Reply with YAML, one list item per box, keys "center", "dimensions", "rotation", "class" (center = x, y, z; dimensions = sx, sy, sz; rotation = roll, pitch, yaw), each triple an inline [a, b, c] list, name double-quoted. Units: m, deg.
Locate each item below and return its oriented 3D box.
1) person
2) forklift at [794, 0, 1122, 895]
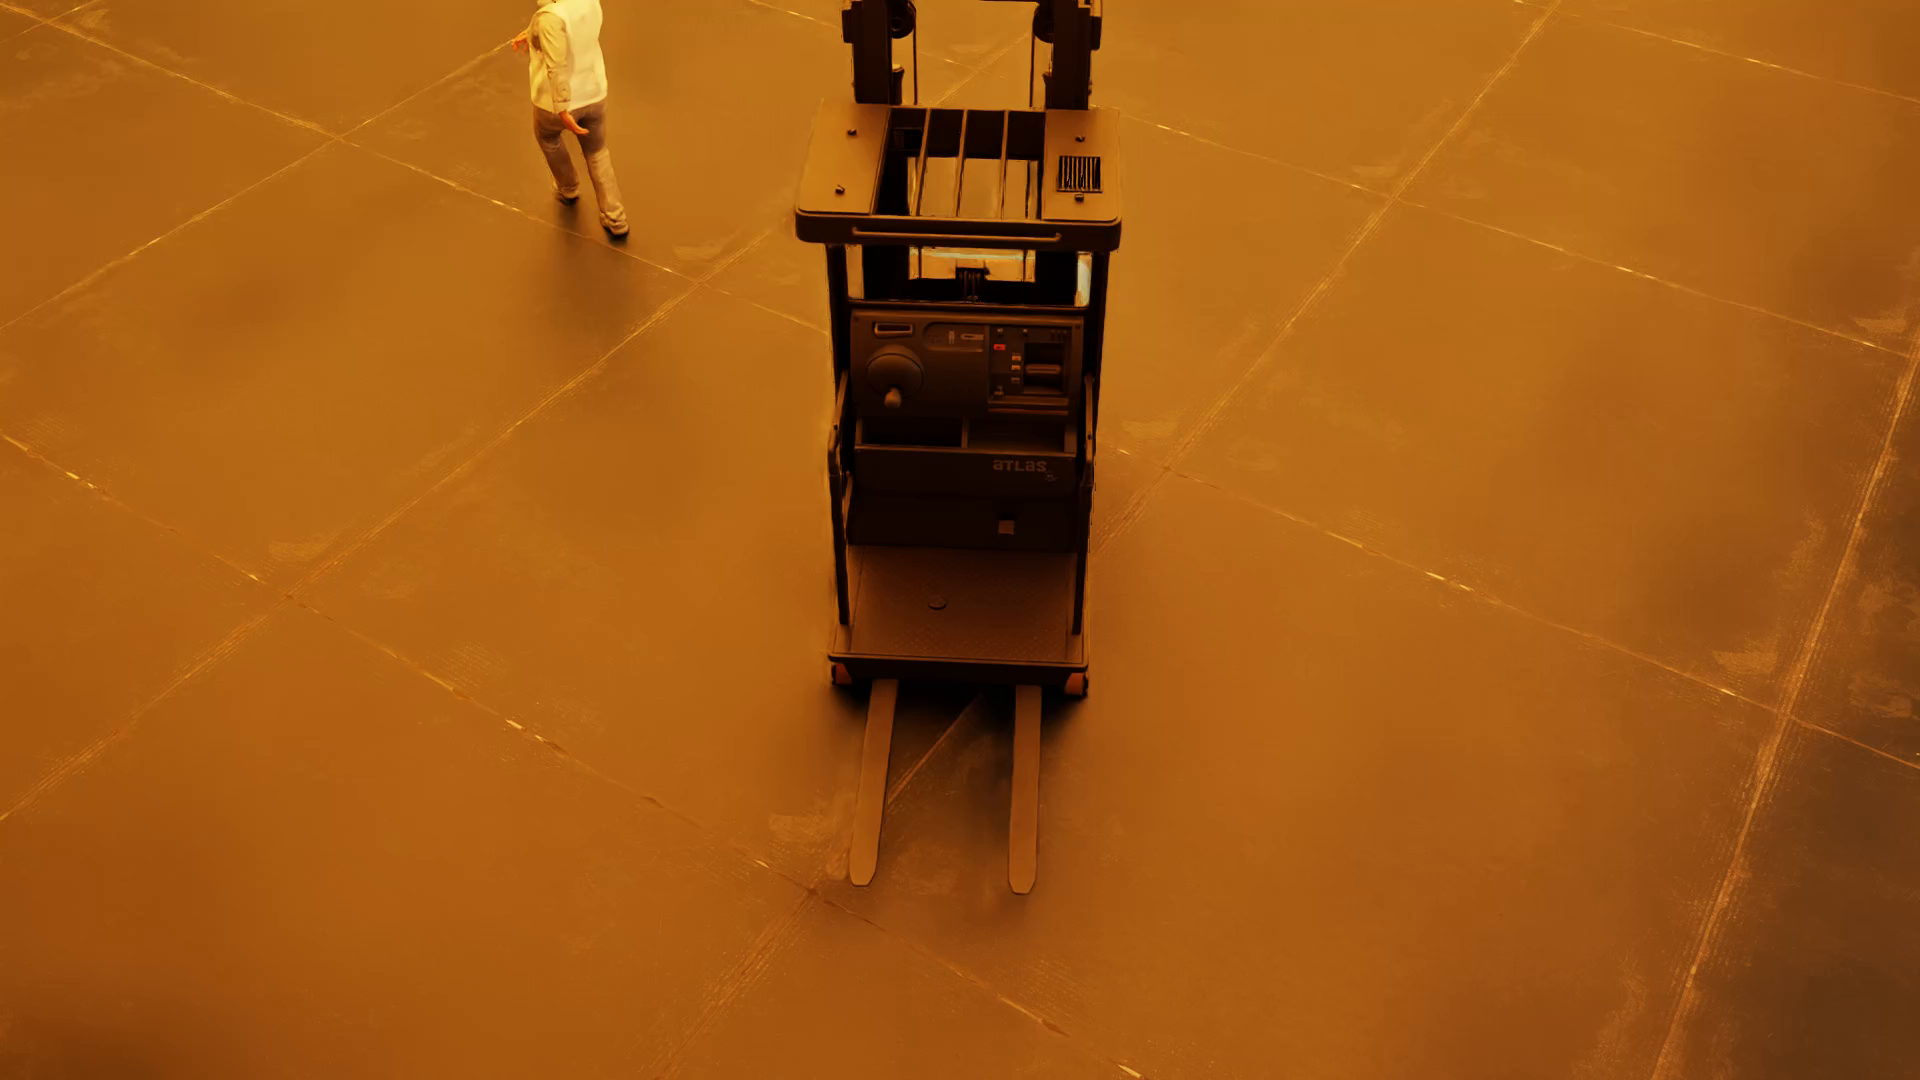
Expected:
- center: [-2.235, -2.578, 9.482]
  dimensions: [0.554, 1.708, 0.950]
  rotation: [-30, 51, -28]
  class: "person"
- center: [0.015, -0.624, 6.507]
  dimensions: [1.130, 2.935, 3.031]
  rotation: [2, 44, 2]
  class: "forklift"
